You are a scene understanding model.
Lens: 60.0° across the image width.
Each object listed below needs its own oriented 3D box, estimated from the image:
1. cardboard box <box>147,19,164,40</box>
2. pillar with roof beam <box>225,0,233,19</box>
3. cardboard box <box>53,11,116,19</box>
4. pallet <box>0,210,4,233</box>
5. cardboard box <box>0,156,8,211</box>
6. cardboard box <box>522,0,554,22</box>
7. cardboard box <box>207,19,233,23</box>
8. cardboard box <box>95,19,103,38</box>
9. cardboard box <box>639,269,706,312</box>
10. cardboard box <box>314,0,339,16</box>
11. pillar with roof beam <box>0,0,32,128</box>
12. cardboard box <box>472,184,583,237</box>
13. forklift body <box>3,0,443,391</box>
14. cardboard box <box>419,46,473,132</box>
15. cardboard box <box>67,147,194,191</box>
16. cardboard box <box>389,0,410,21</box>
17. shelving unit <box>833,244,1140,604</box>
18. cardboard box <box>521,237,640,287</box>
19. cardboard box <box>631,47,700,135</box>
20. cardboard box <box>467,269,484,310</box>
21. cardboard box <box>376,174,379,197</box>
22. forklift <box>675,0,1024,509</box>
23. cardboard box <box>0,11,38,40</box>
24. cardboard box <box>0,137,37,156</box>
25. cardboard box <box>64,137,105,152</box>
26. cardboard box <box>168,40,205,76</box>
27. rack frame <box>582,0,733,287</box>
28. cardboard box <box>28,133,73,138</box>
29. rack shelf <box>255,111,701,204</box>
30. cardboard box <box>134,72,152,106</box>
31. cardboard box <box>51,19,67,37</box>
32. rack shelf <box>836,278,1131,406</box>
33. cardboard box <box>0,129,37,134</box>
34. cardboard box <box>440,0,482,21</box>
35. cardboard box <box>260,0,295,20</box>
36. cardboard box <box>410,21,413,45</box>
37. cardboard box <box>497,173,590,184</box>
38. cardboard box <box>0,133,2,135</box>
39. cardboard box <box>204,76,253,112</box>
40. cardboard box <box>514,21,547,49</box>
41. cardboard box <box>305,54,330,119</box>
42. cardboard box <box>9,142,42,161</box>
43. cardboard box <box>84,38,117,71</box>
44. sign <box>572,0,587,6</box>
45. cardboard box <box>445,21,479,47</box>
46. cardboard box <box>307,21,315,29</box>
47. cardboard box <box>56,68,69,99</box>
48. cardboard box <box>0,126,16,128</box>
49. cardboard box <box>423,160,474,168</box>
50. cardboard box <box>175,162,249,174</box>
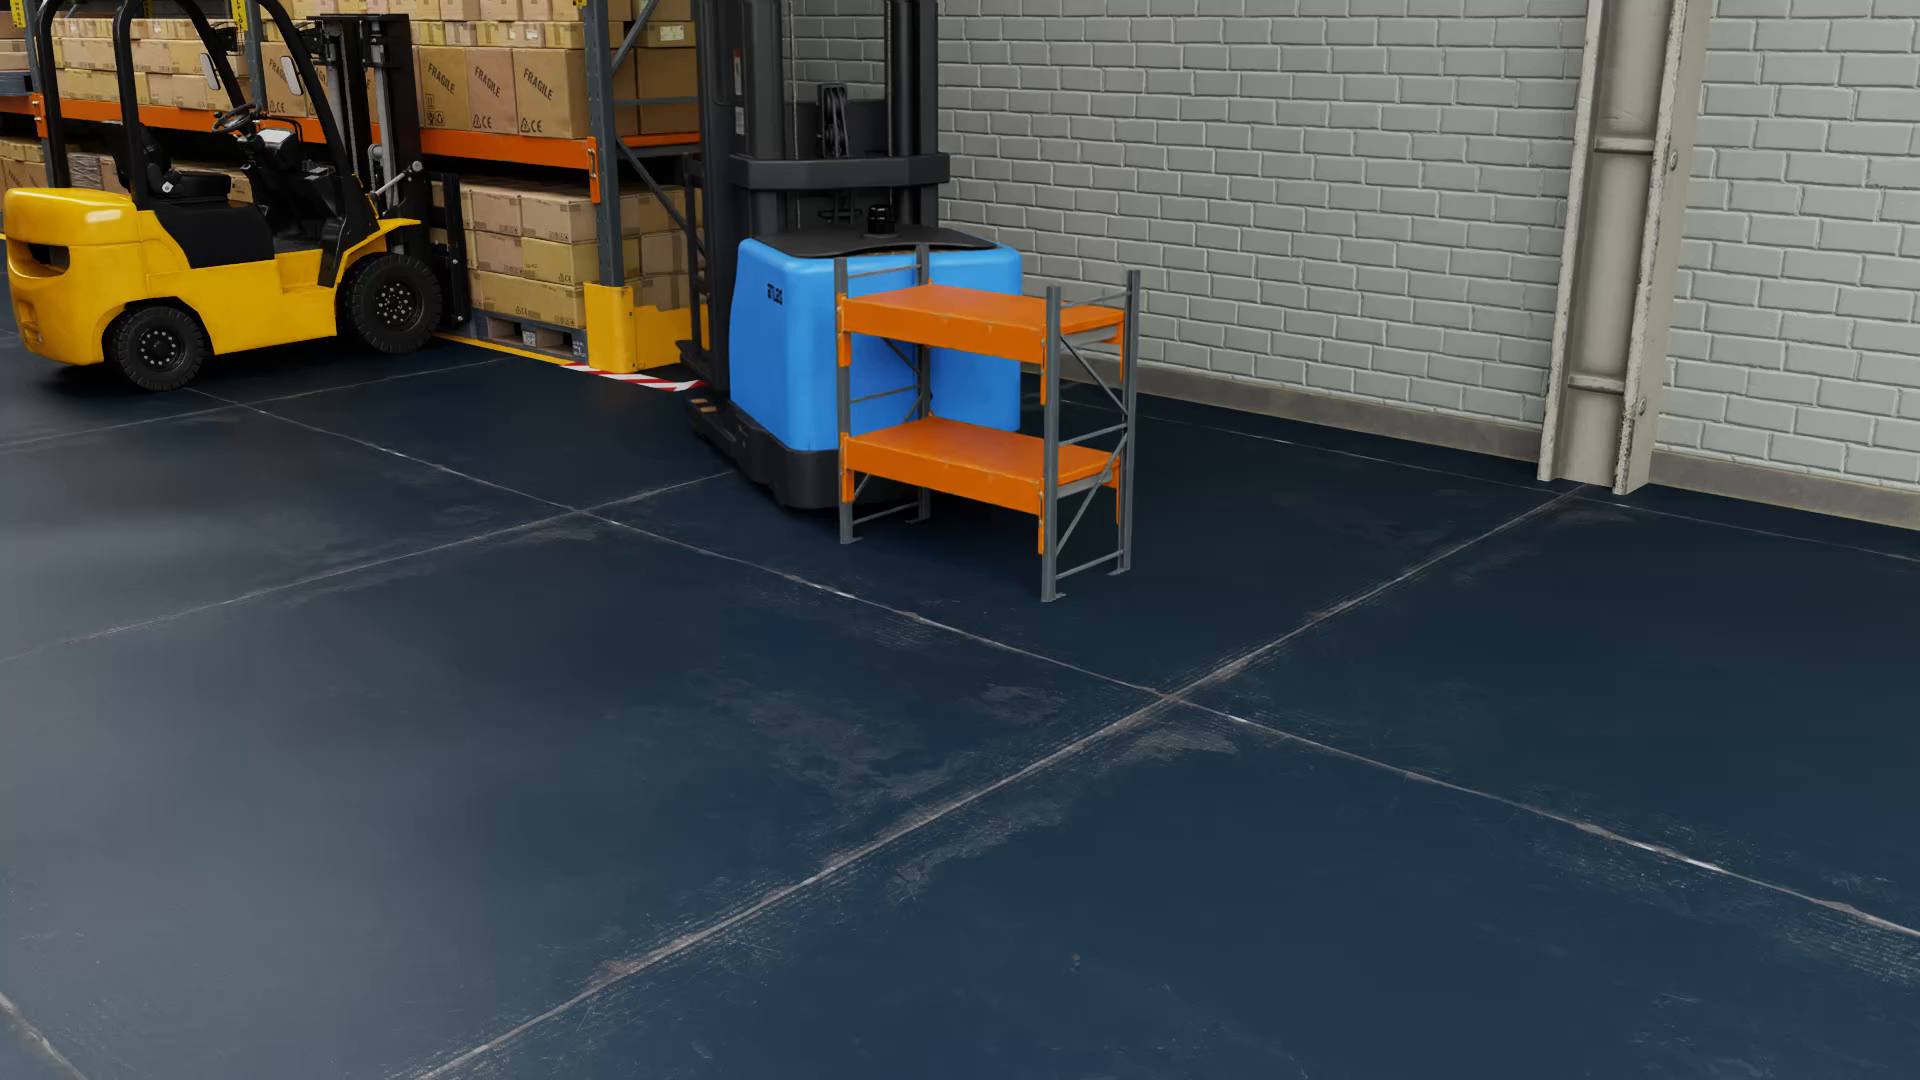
[{"bbox_3d":[-6.096,-3.988,12.980,0.250,0.149,0.380,15,23,40],"label":"cardboard box"},{"bbox_3d":[-8.993,-5.993,10.620,0.400,9.000,9.100,15,23,39],"label":"pillar with roof beam"},{"bbox_3d":[-7.990,-4.552,15.137,0.500,0.500,0.500,16,24,42],"label":"cardboard box"},{"bbox_3d":[-9.151,-3.240,16.472,1.213,0.211,1.003,15,23,39],"label":"pallet"},{"bbox_3d":[-8.929,-3.418,15.861,0.500,0.500,0.500,16,24,42],"label":"cardboard box"},{"bbox_3d":[-2.339,-3.125,9.769,0.250,0.149,0.380,15,23,39],"label":"cardboard box"},{"bbox_3d":[-5.473,-3.846,12.535,0.250,0.149,0.380,15,23,39],"label":"cardboard box"},{"bbox_3d":[-6.845,-4.199,13.648,0.250,0.149,0.380,15,23,40],"label":"cardboard box"},{"bbox_3d":[-1.963,-1.592,10.520,0.500,0.250,0.500,15,23,39],"label":"cardboard box"},{"bbox_3d":[-4.099,-3.574,11.185,0.250,0.149,0.380,16,23,40],"label":"cardboard box"},{"bbox_3d":[-13.481,-7.198,14.416,0.400,9.000,9.100,15,23,39],"label":"pillar with roof beam"},{"bbox_3d":[-2.663,-2.049,10.306,0.500,0.250,0.500,16,23,40],"label":"cardboard box"},{"bbox_3d":[-4.355,-2.123,9.745,1.214,2.155,2.313,15,23,39],"label":"forklift body"},{"bbox_3d":[-3.033,-2.856,10.485,0.500,0.500,0.500,14,23,38],"label":"cardboard box"},{"bbox_3d":[-7.252,-3.106,14.670,0.625,0.625,0.875,16,24,41],"label":"cardboard box"},{"bbox_3d":[-3.462,-3.443,10.773,0.250,0.149,0.380,15,23,39],"label":"cardboard box"},{"bbox_3d":[0.084,-0.471,6.237,1.048,1.125,0.538,15,23,39],"label":"shelving unit"},{"bbox_3d":[-2.297,-1.714,10.079,0.500,0.250,0.500,15,23,39],"label":"cardboard box"},{"bbox_3d":[-1.912,-2.769,10.214,0.500,0.500,0.500,16,24,41],"label":"cardboard box"},{"bbox_3d":[-3.021,-1.676,10.786,0.500,0.250,0.500,15,23,40],"label":"cardboard box"},{"bbox_3d":[-3.808,-2.358,11.282,0.500,0.250,0.500,16,24,41],"label":"cardboard box"},{"bbox_3d":[-0.741,-1.928,7.842,1.130,2.935,3.031,-7,19,-21],"label":"forklift"},{"bbox_3d":[-9.053,-4.701,15.601,0.637,0.503,0.797,14,23,38],"label":"cardboard box"},{"bbox_3d":[-8.993,-3.749,15.833,0.250,0.149,0.380,15,23,38],"label":"cardboard box"},{"bbox_3d":[-8.313,-3.750,15.835,0.250,0.149,0.380,15,23,40],"label":"cardboard box"},{"bbox_3d":[-5.644,-3.672,12.644,0.500,0.250,0.500,14,23,38],"label":"cardboard box"},{"bbox_3d":[-1.726,-2.559,9.717,0.127,3.000,1.000,15,23,39],"label":"rack frame"},{"bbox_3d":[-8.895,-3.906,16.327,0.250,0.149,0.380,15,23,40],"label":"cardboard box"},{"bbox_3d":[-3.222,-2.618,11.092,4.000,0.370,1.077,15,23,39],"label":"rack shelf"},{"bbox_3d":[-6.390,-3.641,13.375,0.500,0.250,0.500,16,24,41],"label":"cardboard box"},{"bbox_3d":[-7.466,-4.339,14.086,0.250,0.149,0.380,16,23,40],"label":"cardboard box"},{"bbox_3d":[0.084,-0.750,6.148,1.000,0.278,0.538,15,23,39],"label":"rack shelf"},{"bbox_3d":[-9.467,-4.067,16.833,0.250,0.149,0.380,16,24,41],"label":"cardboard box"},{"bbox_3d":[-2.958,-3.265,10.212,0.250,0.149,0.380,16,23,41],"label":"cardboard box"},{"bbox_3d":[-4.676,-3.730,11.677,0.250,0.149,0.380,16,23,40],"label":"cardboard box"},{"bbox_3d":[-3.510,-3.281,10.753,0.250,0.149,0.380,14,23,38],"label":"cardboard box"},{"bbox_3d":[-2.703,-2.267,10.995,0.500,0.250,0.500,15,23,39],"label":"cardboard box"},{"bbox_3d":[-9.591,-3.906,16.328,0.250,0.149,0.380,16,24,41],"label":"cardboard box"},{"bbox_3d":[-5.268,-3.333,12.403,0.500,0.250,0.500,16,23,40],"label":"cardboard box"},{"bbox_3d":[-2.382,-2.967,9.764,0.250,0.149,0.380,16,23,40],"label":"cardboard box"},{"bbox_3d":[-4.158,-3.161,11.448,0.500,0.500,0.500,16,23,40],"label":"cardboard box"},{"bbox_3d":[-8.471,-3.573,15.278,0.250,0.149,0.380,14,22,36],"label":"cardboard box"},{"bbox_3d":[-6.786,-3.978,13.609,0.500,0.250,0.500,14,23,38],"label":"cardboard box"},{"bbox_3d":[-2.096,-3.104,9.128,0.005,0.325,0.100,15,23,39],"label":"sign"},{"bbox_3d":[-2.944,-3.128,10.272,0.250,0.149,0.380,14,22,38],"label":"cardboard box"},{"bbox_3d":[-4.246,-3.498,11.438,0.250,0.149,0.380,15,23,39],"label":"cardboard box"},{"bbox_3d":[-7.540,-3.950,14.347,0.500,0.250,0.500,15,23,39],"label":"cardboard box"},{"bbox_3d":[-10.034,-4.226,17.336,0.250,0.149,0.380,15,23,39],"label":"cardboard box"},{"bbox_3d":[-3.832,-2.575,11.966,0.500,0.250,0.500,15,23,38],"label":"cardboard box"},{"bbox_3d":[-5.690,-2.691,13.362,0.625,0.625,0.875,15,23,39],"label":"cardboard box"}]
